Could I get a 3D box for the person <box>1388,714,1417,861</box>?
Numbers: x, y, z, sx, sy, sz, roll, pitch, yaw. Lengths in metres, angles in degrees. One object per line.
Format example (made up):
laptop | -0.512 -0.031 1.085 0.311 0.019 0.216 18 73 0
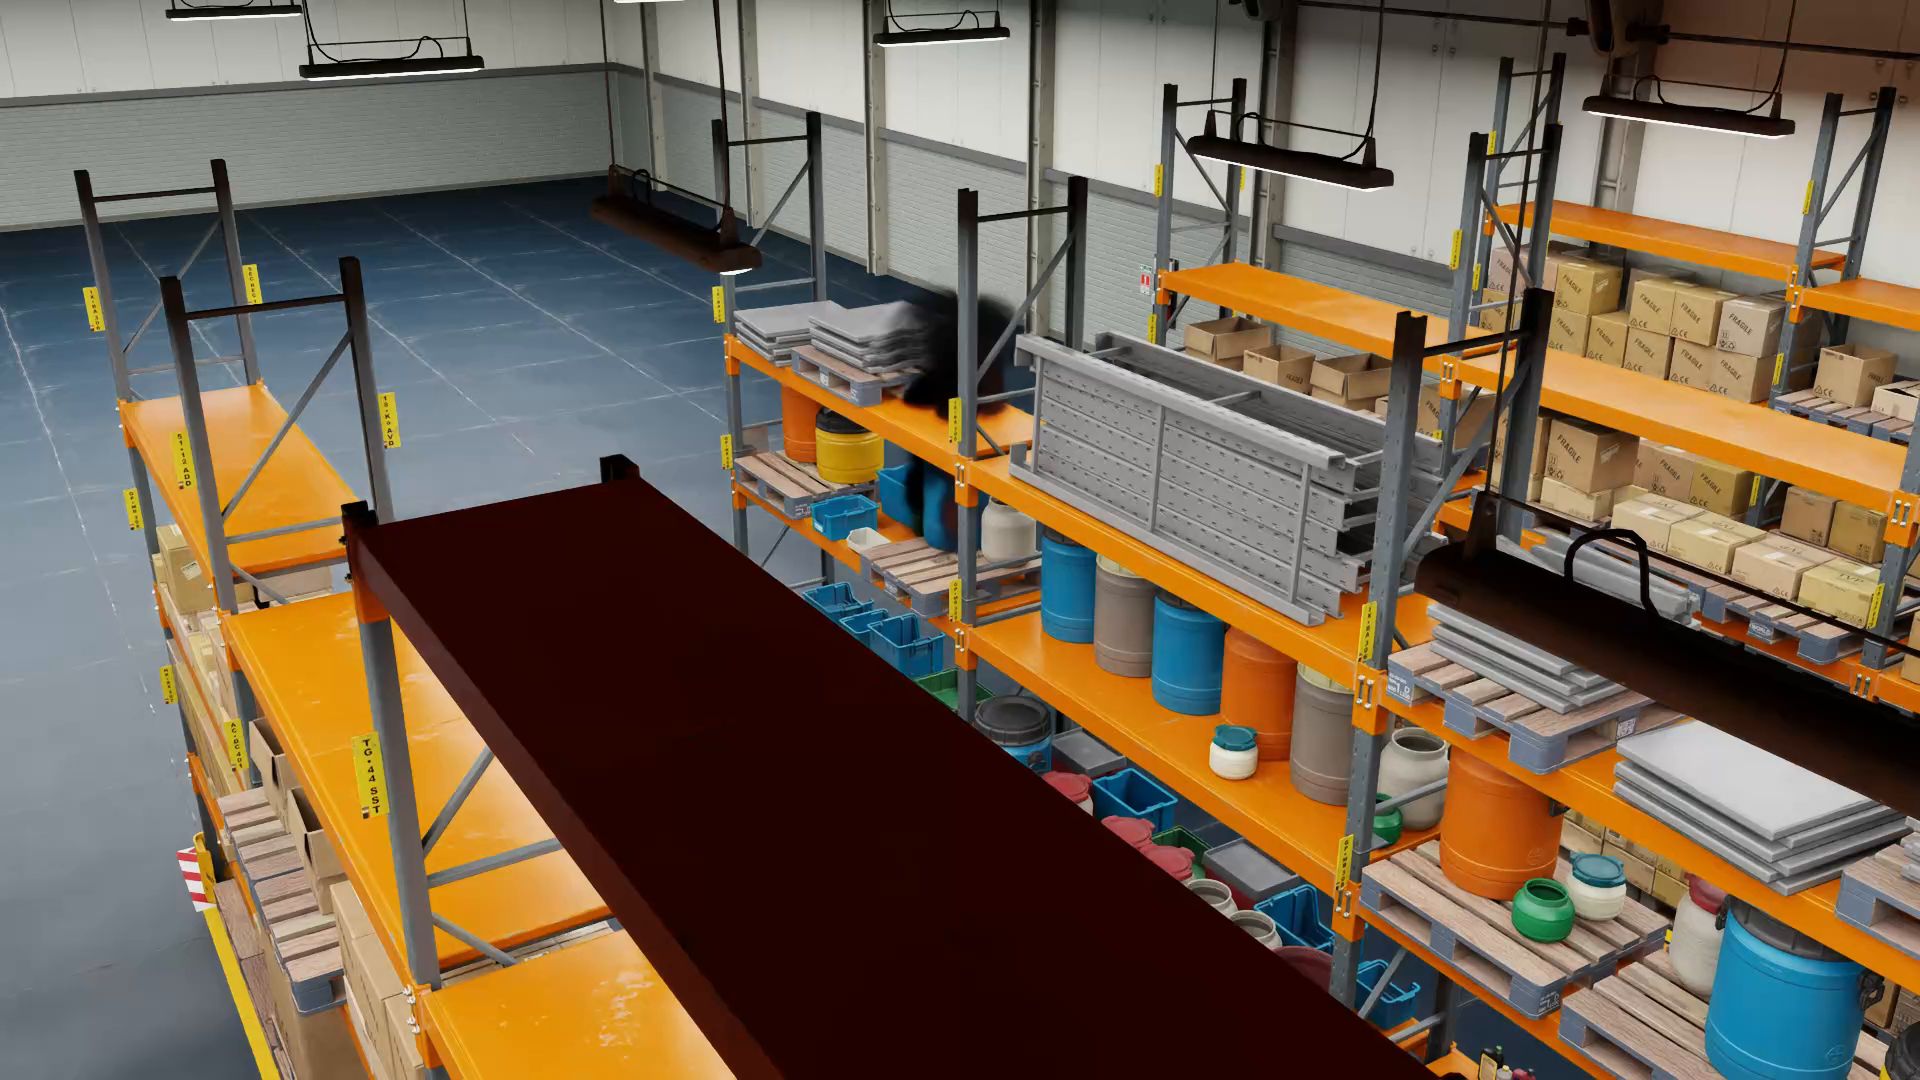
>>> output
person | 3.650 2.096 14.040 0.854 1.565 0.586 15 26 32
